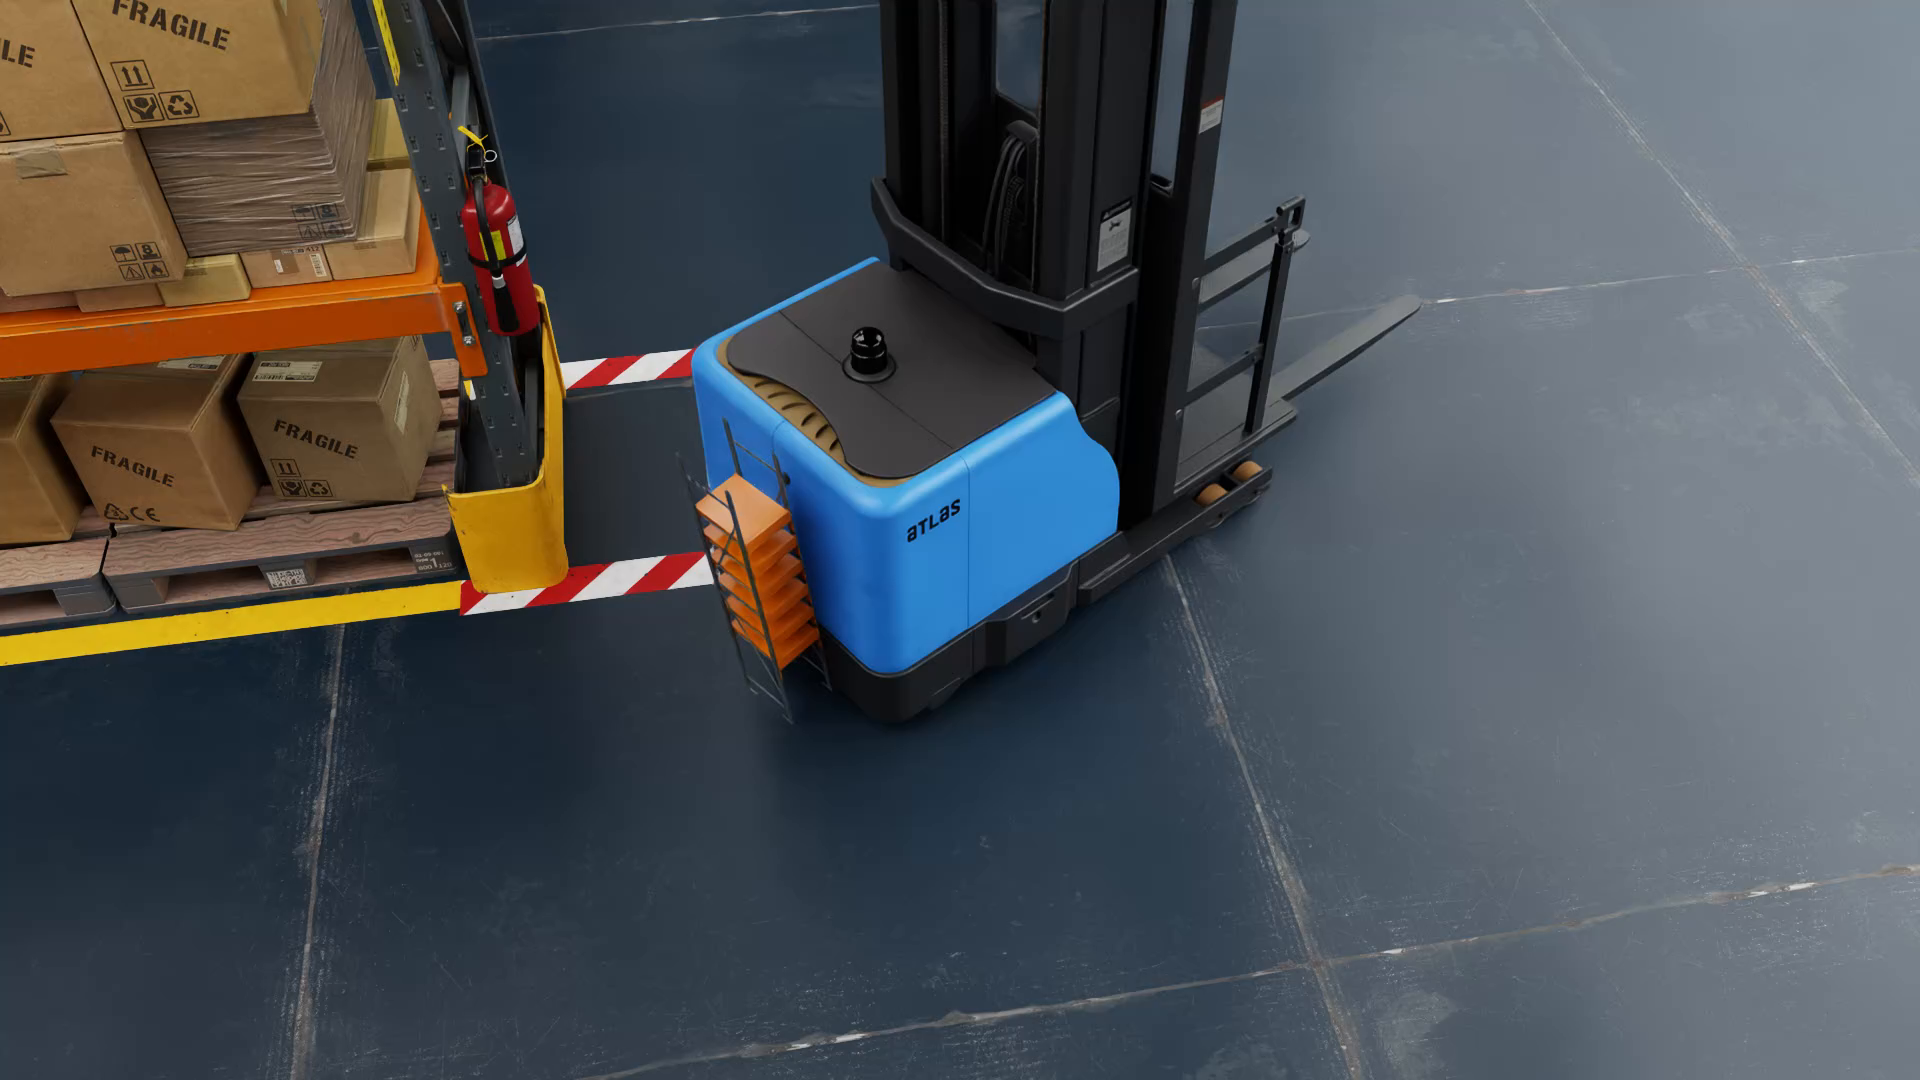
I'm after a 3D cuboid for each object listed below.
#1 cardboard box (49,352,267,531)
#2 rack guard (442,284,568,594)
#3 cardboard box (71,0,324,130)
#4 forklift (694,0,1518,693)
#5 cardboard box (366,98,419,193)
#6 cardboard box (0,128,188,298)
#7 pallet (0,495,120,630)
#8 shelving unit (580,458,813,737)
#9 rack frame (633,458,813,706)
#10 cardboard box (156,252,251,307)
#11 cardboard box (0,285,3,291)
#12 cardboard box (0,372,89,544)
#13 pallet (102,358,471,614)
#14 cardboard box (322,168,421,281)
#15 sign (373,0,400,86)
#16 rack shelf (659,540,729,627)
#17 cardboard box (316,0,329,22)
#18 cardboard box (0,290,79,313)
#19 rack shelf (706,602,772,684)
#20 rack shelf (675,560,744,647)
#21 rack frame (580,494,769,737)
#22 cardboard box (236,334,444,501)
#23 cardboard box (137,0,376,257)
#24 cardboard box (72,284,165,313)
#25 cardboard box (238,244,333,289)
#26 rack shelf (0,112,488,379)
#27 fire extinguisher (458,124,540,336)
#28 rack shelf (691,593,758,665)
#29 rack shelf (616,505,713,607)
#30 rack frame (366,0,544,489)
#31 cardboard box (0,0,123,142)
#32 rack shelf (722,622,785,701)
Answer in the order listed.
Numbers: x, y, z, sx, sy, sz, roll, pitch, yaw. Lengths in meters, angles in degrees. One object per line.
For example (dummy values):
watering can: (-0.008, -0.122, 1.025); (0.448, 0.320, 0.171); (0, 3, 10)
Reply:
cardboard box: (-2.832, -0.397, 5.993); (0.500, 0.500, 0.500); (4, 46, 4)
rack guard: (-1.706, -0.404, 6.292); (0.348, 0.500, 1.175); (-7, 46, -7)
cardboard box: (-2.131, -1.523, 4.664); (0.500, 0.500, 0.500); (-7, 46, -7)
forklift: (0.659, -1.209, 5.379); (3.031, 2.935, 1.130); (-18, 49, -16)
cardboard box: (-1.952, -1.328, 5.621); (0.250, 0.149, 0.380); (-7, 46, -7)
cardboard box: (-2.650, -1.224, 5.070); (0.500, 0.500, 0.875); (-7, 46, -7)
pallet: (-3.712, -0.082, 6.182); (1.213, 0.211, 1.003); (-7, 46, -7)
shelving unit: (-0.796, 0.214, 5.210); (0.189, 1.200, 0.258); (-35, 53, -6)
rack frame: (-0.722, 0.162, 5.220); (0.006, 1.200, 0.240); (-35, 53, -6)
cardboard box: (-2.360, -0.915, 5.223); (0.250, 0.149, 0.380); (-7, 46, -7)
cardboard box: (-3.150, -1.193, 5.041); (0.500, 0.500, 0.875); (-7, 46, -7)
cardboard box: (-3.452, -0.333, 5.932); (0.500, 0.500, 0.500); (-3, 46, -3)
pallet: (-2.512, -0.229, 6.324); (1.213, 0.211, 1.003); (-7, 46, -7)
cardboard box: (-1.876, -1.012, 5.317); (0.250, 0.149, 0.380); (-7, 46, -7)
sign: (-1.556, -1.396, 4.488); (0.005, 0.325, 0.100); (-7, 46, -7)
rack shelf: (-0.849, 0.108, 5.054); (0.180, 0.103, 0.258); (-35, 53, -6)
cardboard box: (-2.219, -1.891, 5.019); (0.500, 0.500, 0.500); (-7, 46, -7)
cardboard box: (-2.863, -0.894, 5.202); (0.250, 0.149, 0.380); (-7, 46, -7)
rack shelf: (-0.752, 0.303, 5.341); (0.180, 0.103, 0.258); (-35, 53, -6)
rack shelf: (-0.817, 0.173, 5.150); (0.180, 0.103, 0.258); (-35, 53, -6)
rack frame: (-0.871, 0.266, 5.200); (0.006, 1.200, 0.240); (-35, 53, -6)
cardboard box: (-2.249, -0.494, 6.088); (0.500, 0.500, 0.500); (1, 46, 1)
cardboard box: (-2.177, -1.371, 5.212); (0.500, 0.500, 0.875); (-7, 46, -7)
cardboard box: (-2.609, -0.895, 5.204); (0.250, 0.149, 0.380); (-7, 46, -7)
cardboard box: (-2.123, -0.982, 5.287); (0.250, 0.149, 0.380); (-7, 46, -7)
rack shelf: (-3.601, -0.786, 5.423); (4.000, 0.370, 1.077); (-7, 46, -7)
fire extinguisher: (-1.439, -0.941, 5.127); (0.183, 0.674, 0.296); (-7, 46, -7)
rack shelf: (-0.784, 0.238, 5.245); (0.180, 0.103, 0.258); (-35, 53, -6)
rack shelf: (-0.882, 0.044, 4.958); (0.180, 0.103, 0.258); (-35, 53, -6)
rack frame: (-1.631, -1.281, 5.401); (0.127, 3.000, 1.000); (-7, 46, -7)
cardboard box: (-2.622, -1.457, 4.601); (0.500, 0.500, 0.500); (-7, 46, -7)
rack shelf: (-0.719, 0.368, 5.437); (0.180, 0.103, 0.258); (-35, 53, -6)
